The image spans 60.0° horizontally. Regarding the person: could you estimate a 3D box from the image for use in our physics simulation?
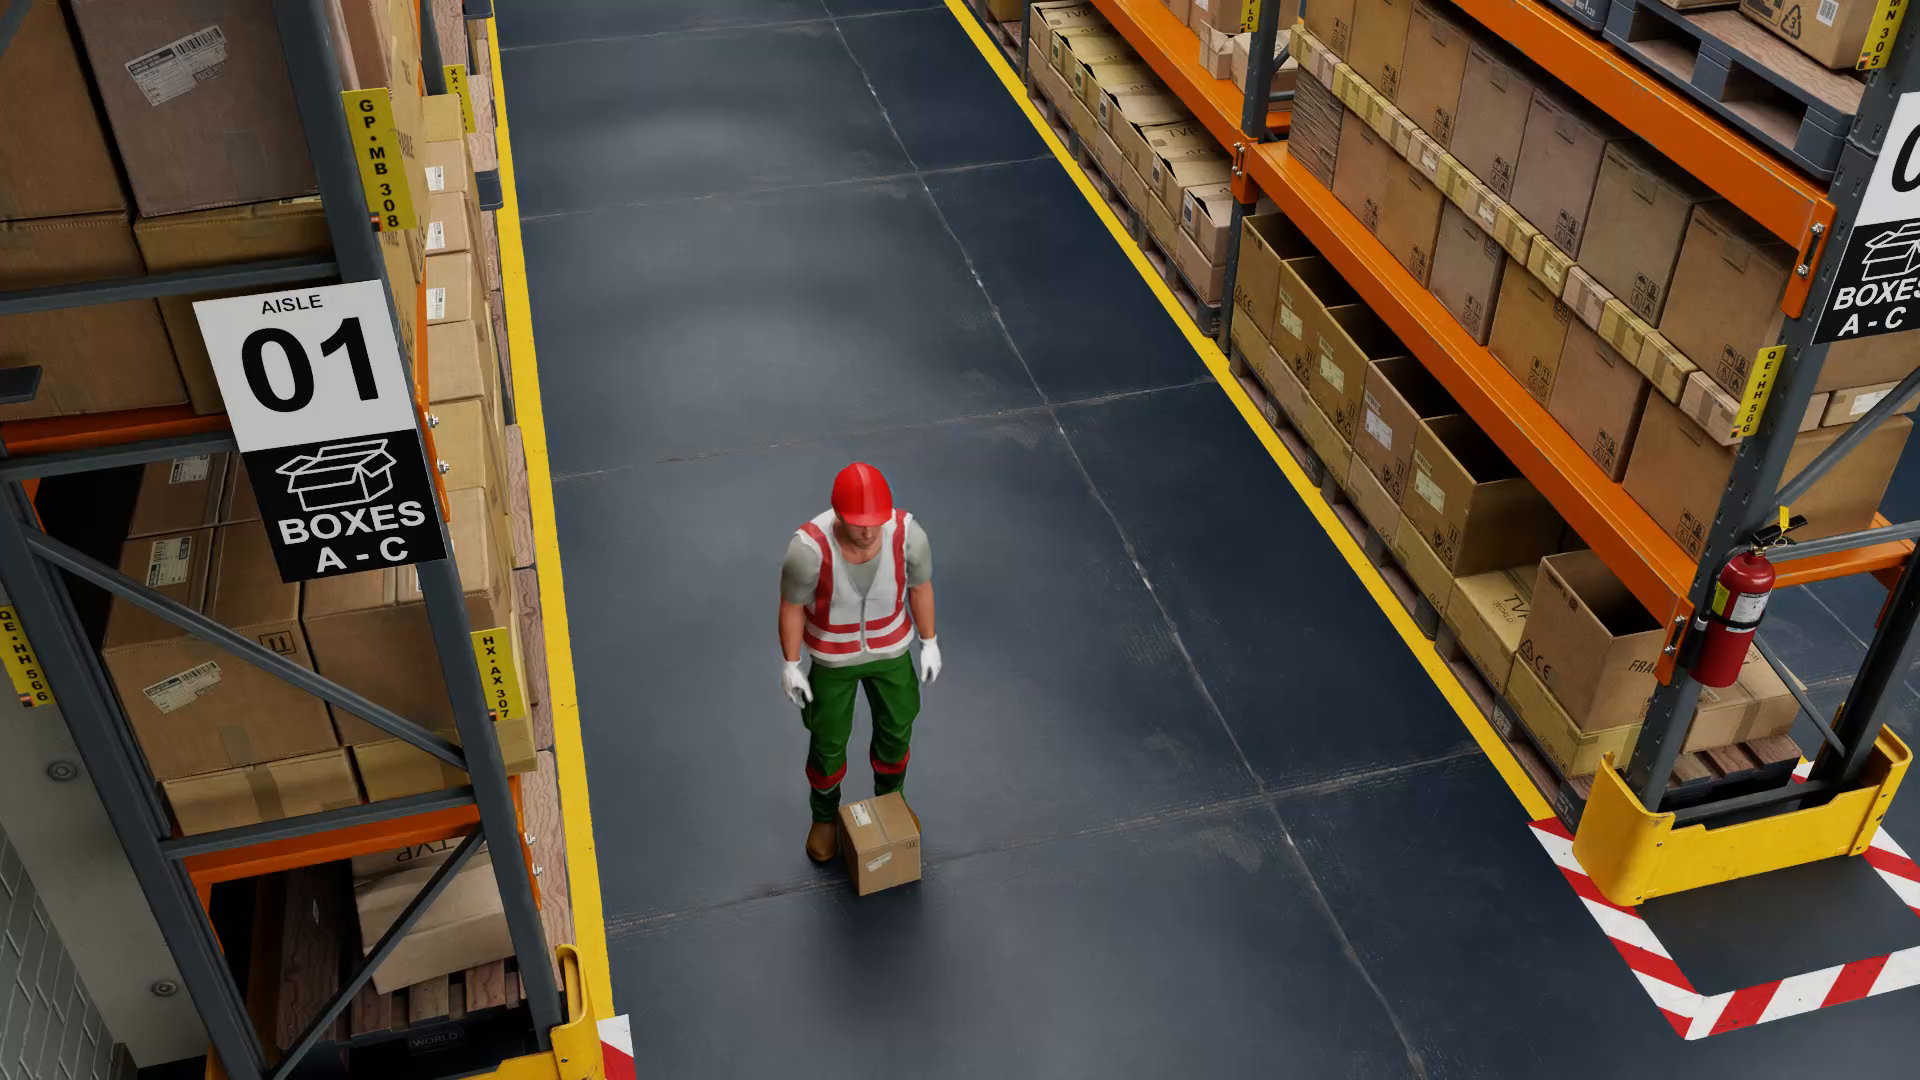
[{"bbox_3d":[-0.367,0.434,6.143,0.608,1.780,0.448,-9,39,-12],"label":"person"}]
